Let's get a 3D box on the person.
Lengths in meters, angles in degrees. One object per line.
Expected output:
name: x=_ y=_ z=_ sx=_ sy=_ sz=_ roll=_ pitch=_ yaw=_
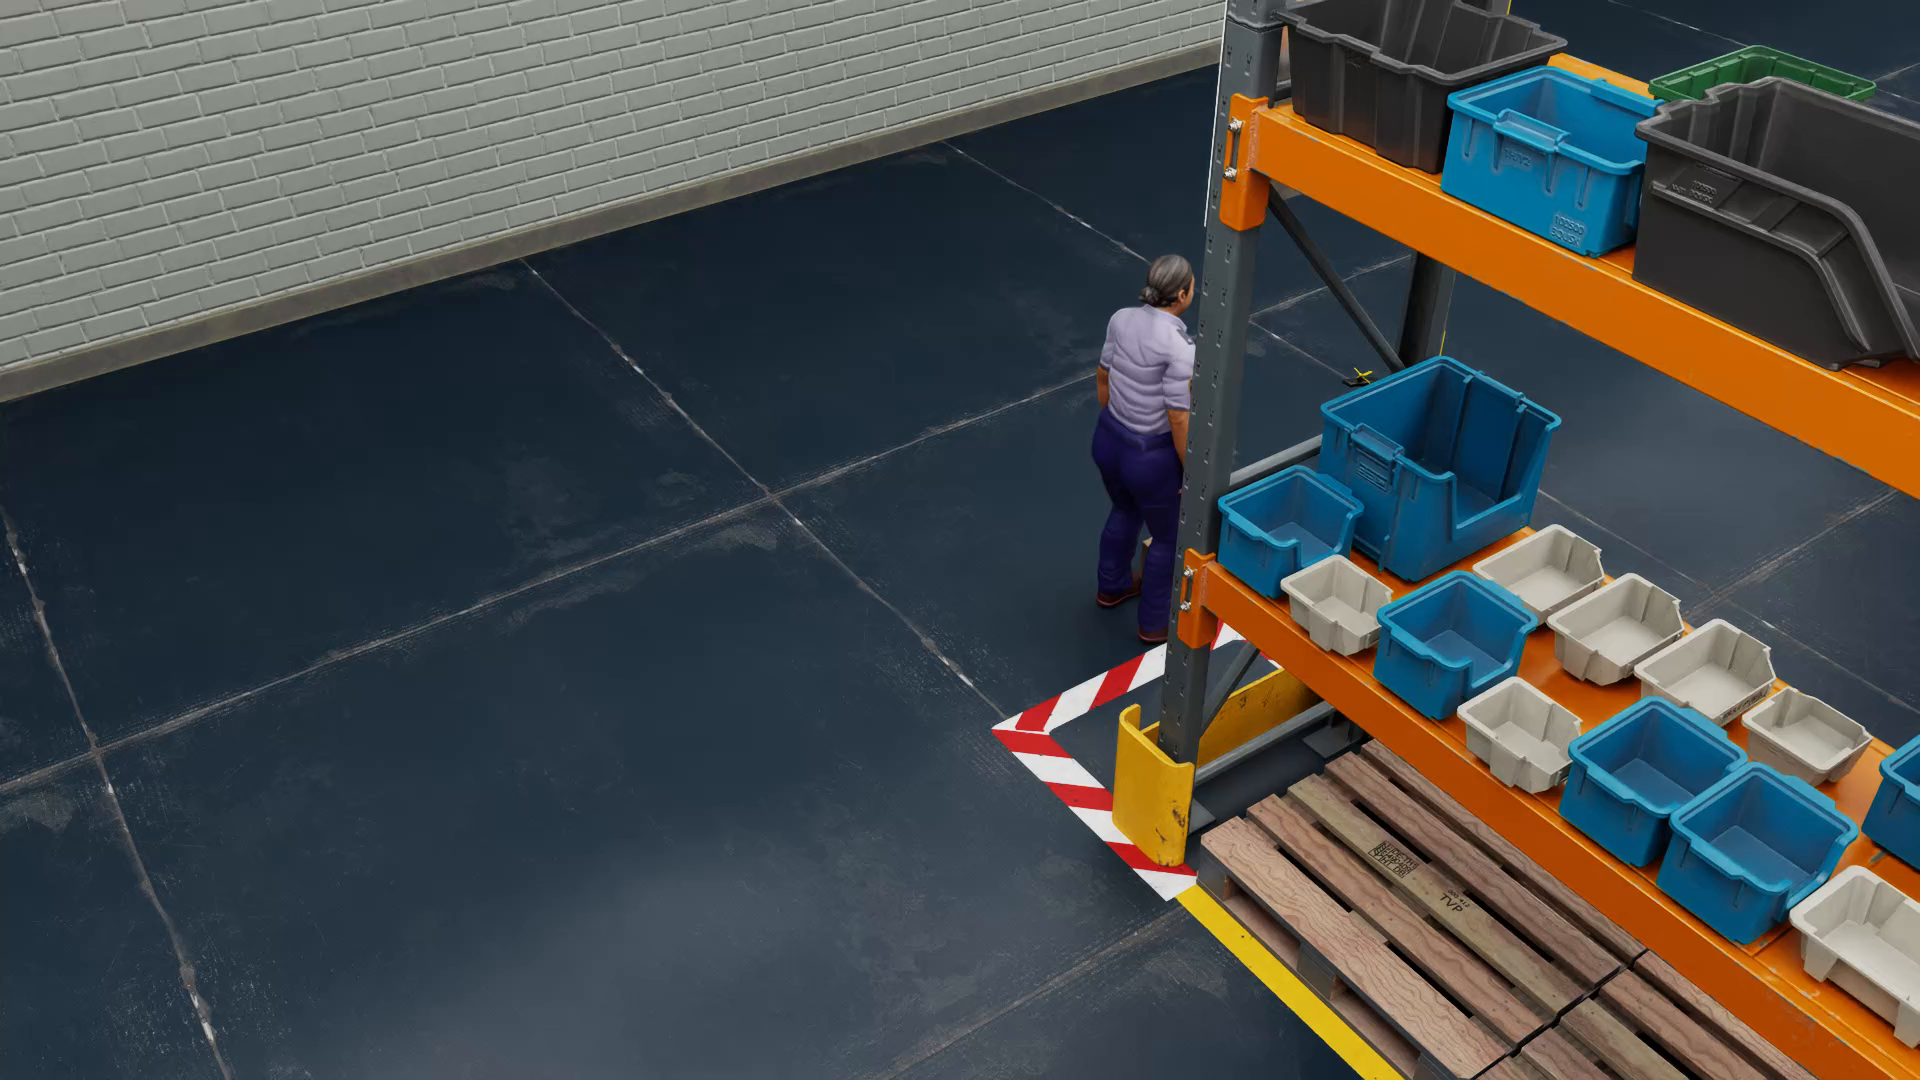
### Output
person: x=0.757 y=-0.355 z=6.634 sx=0.374 sy=1.651 sz=0.559 roll=-23 pitch=42 yaw=-28
